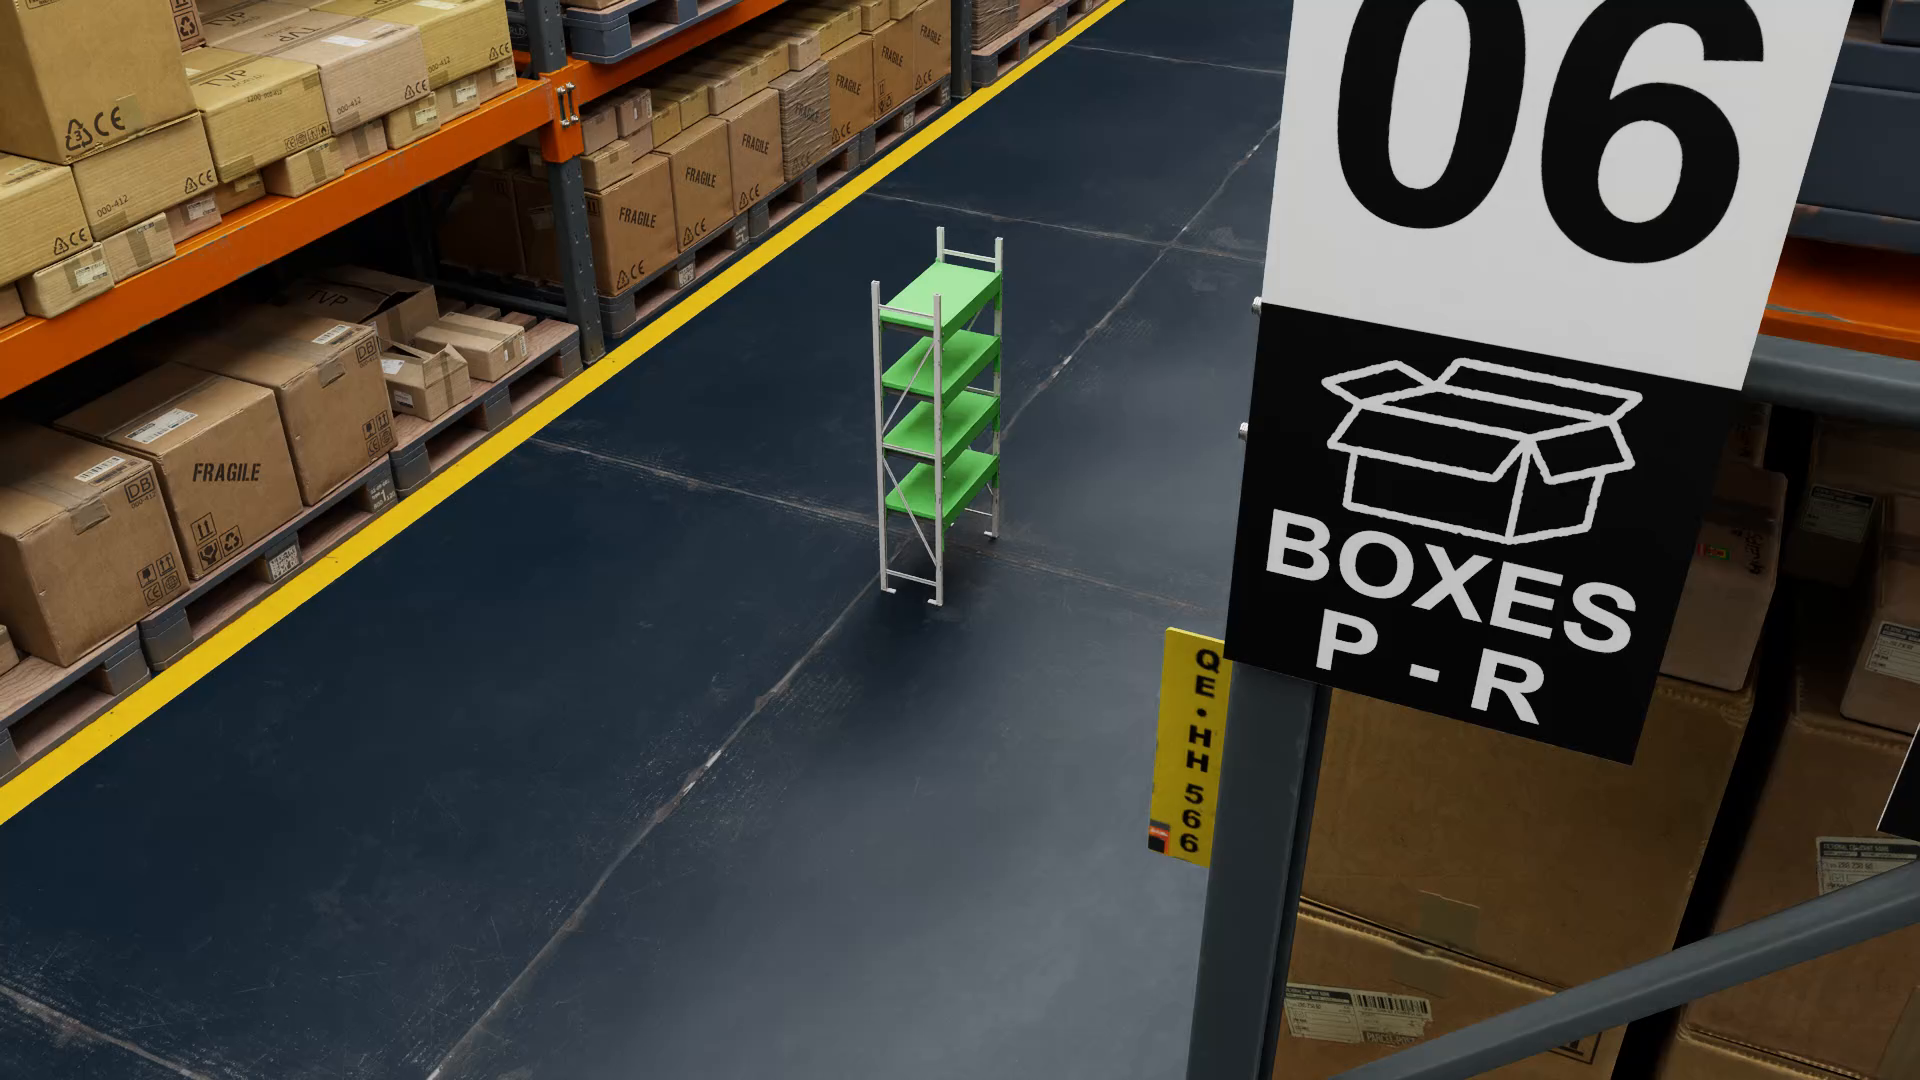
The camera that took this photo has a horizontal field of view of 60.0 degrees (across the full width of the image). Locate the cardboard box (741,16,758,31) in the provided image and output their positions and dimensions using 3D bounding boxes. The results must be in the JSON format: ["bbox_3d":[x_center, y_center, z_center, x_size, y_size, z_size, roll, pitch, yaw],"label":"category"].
[{"bbox_3d":[-1.338,-2.854,9.172,0.380,0.149,0.250,13,36,19],"label":"cardboard box"}]

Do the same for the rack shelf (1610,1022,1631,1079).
[{"bbox_3d":[1.593,0.262,3.772,1.077,0.370,4.000,14,36,20],"label":"rack shelf"}]

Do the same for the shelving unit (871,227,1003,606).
[{"bbox_3d":[-0.069,-0.419,5.795,0.258,1.200,0.503,14,36,20],"label":"shelving unit"}]

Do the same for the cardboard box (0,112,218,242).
[{"bbox_3d":[-2.705,-1.170,5.164,0.500,0.250,0.500,13,36,19],"label":"cardboard box"}]

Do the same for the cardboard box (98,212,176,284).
[{"bbox_3d":[-2.691,-0.942,5.180,0.380,0.149,0.250,15,36,22],"label":"cardboard box"}]

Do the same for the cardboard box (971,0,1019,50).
[{"bbox_3d":[-0.133,-3.654,10.870,0.875,0.625,0.625,15,36,22],"label":"cardboard box"}]

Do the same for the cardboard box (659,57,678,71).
[{"bbox_3d":[-1.685,-2.478,8.598,0.380,0.149,0.250,15,36,21],"label":"cardboard box"}]

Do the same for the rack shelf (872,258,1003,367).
[{"bbox_3d":[-0.069,-0.767,5.567,0.258,0.148,0.480,14,36,20],"label":"rack shelf"}]

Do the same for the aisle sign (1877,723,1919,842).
[{"bbox_3d":[0.990,-0.028,1.186,0.394,0.787,0.004,14,36,20],"label":"aisle sign"}]

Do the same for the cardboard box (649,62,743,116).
[{"bbox_3d":[-1.305,-2.233,8.225,0.380,0.149,0.250,14,36,20],"label":"cardboard box"}]

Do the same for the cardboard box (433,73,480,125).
[{"bbox_3d":[-2.073,-1.716,6.360,0.380,0.149,0.250,15,36,22],"label":"cardboard box"}]

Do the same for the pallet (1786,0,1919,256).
[{"bbox_3d":[1.057,-0.632,1.824,1.003,0.211,1.213,14,36,20],"label":"pallet"}]

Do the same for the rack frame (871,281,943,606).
[{"bbox_3d":[-0.171,-0.298,5.610,0.240,1.200,0.015,14,36,20],"label":"rack frame"}]

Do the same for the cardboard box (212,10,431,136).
[{"bbox_3d":[-2.268,-1.671,5.929,0.500,0.250,0.500,14,36,21],"label":"cardboard box"}]

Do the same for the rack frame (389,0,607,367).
[{"bbox_3d":[-2.080,-2.172,6.827,1.000,3.000,0.127,14,36,20],"label":"rack frame"}]

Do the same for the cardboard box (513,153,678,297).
[{"bbox_3d":[-1.673,-1.492,7.686,0.500,0.500,0.500,16,36,23],"label":"cardboard box"}]

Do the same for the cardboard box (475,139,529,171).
[{"bbox_3d":[-2.188,-1.823,7.600,0.380,0.149,0.250,13,35,19],"label":"cardboard box"}]

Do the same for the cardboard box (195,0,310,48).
[{"bbox_3d":[-2.736,-1.798,6.122,0.500,0.250,0.500,14,36,20],"label":"cardboard box"}]

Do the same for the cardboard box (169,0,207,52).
[{"bbox_3d":[-2.945,-1.867,5.543,0.500,0.500,0.500,13,35,19],"label":"cardboard box"}]

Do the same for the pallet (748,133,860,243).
[{"bbox_3d":[-1.265,-2.030,9.153,1.003,0.211,1.213,14,36,20],"label":"pallet"}]

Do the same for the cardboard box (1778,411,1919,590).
[{"bbox_3d":[1.201,-0.035,1.973,0.380,0.149,0.250,15,36,22],"label":"cardboard box"}]

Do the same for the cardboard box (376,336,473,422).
[{"bbox_3d":[-2.196,-0.682,6.665,0.396,0.266,0.258,15,36,22],"label":"cardboard box"}]

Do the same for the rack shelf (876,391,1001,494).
[{"bbox_3d":[-0.069,-0.366,5.830,0.258,0.148,0.480,14,36,20],"label":"rack shelf"}]

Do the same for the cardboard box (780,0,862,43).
[{"bbox_3d":[-0.771,-2.877,9.207,0.380,0.149,0.250,15,36,22],"label":"cardboard box"}]

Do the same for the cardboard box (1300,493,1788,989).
[{"bbox_3d":[0.742,0.202,2.203,0.500,0.500,0.500,15,36,22],"label":"cardboard box"}]

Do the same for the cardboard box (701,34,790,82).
[{"bbox_3d":[-1.112,-2.497,8.628,0.380,0.149,0.250,14,36,21],"label":"cardboard box"}]

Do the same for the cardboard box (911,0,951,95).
[{"bbox_3d":[-0.388,-3.035,10.039,0.500,0.500,0.500,15,36,22],"label":"cardboard box"}]

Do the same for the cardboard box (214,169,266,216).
[{"bbox_3d":[-2.585,-1.220,5.604,0.380,0.149,0.250,15,36,21],"label":"cardboard box"}]

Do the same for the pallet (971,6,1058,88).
[{"bbox_3d":[-0.027,-3.399,11.242,1.003,0.211,1.213,14,36,20],"label":"pallet"}]

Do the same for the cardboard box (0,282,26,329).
[{"bbox_3d":[-2.957,-0.697,4.807,0.380,0.149,0.250,15,36,21],"label":"cardboard box"}]

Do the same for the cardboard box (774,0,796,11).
[{"bbox_3d":[-1.075,-3.109,9.561,0.380,0.149,0.250,15,36,21],"label":"cardboard box"}]

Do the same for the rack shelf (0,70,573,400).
[{"bbox_3d":[-2.917,-0.875,5.505,1.077,0.370,4.000,14,36,20],"label":"rack shelf"}]

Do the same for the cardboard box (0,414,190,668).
[{"bbox_3d":[-3.019,-0.010,5.426,0.700,0.500,0.500,16,36,22],"label":"cardboard box"}]

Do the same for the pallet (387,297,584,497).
[{"bbox_3d":[-2.368,-0.664,7.071,1.003,0.211,1.213,14,36,20],"label":"pallet"}]
